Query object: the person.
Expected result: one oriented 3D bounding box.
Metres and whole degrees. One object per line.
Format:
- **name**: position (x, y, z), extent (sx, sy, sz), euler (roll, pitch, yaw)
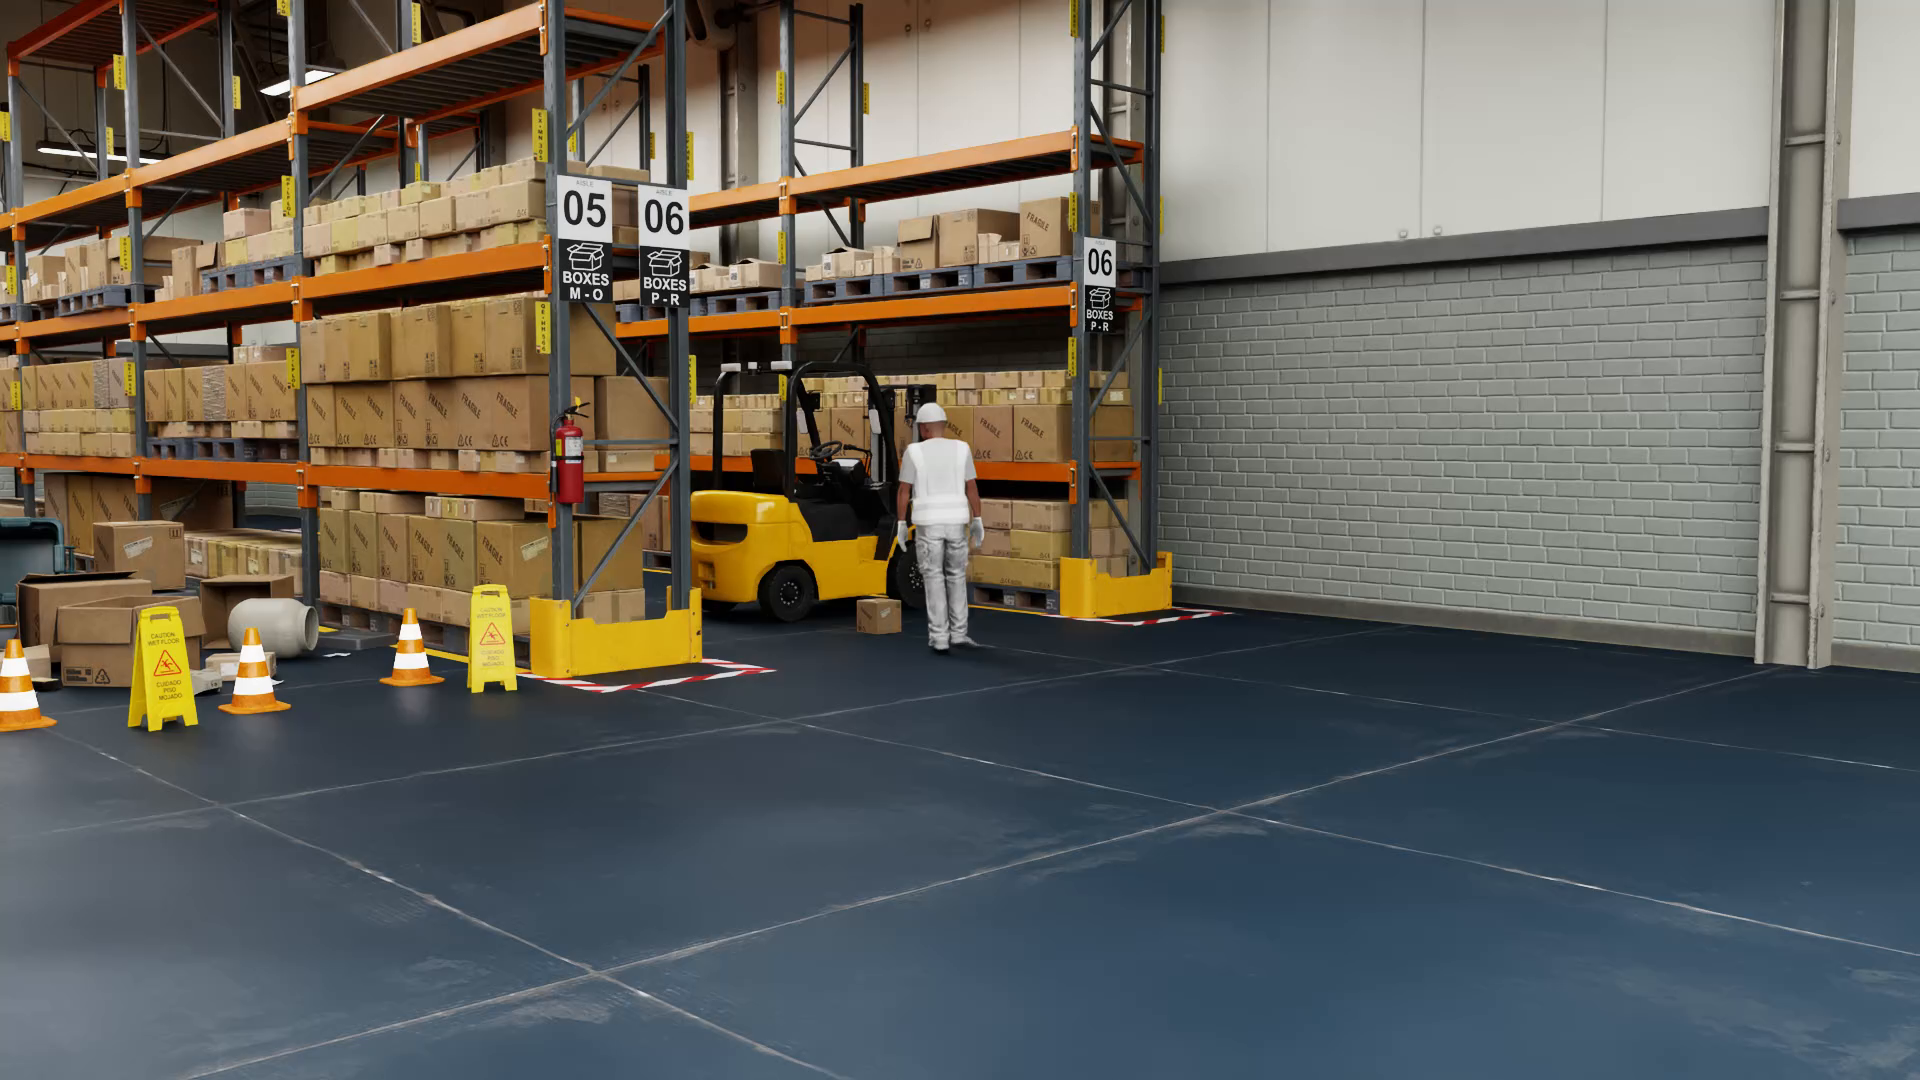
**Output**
- **person**: position (-0.150, -0.092, 12.046), extent (0.638, 1.797, 0.670), euler (-1, 4, -15)
